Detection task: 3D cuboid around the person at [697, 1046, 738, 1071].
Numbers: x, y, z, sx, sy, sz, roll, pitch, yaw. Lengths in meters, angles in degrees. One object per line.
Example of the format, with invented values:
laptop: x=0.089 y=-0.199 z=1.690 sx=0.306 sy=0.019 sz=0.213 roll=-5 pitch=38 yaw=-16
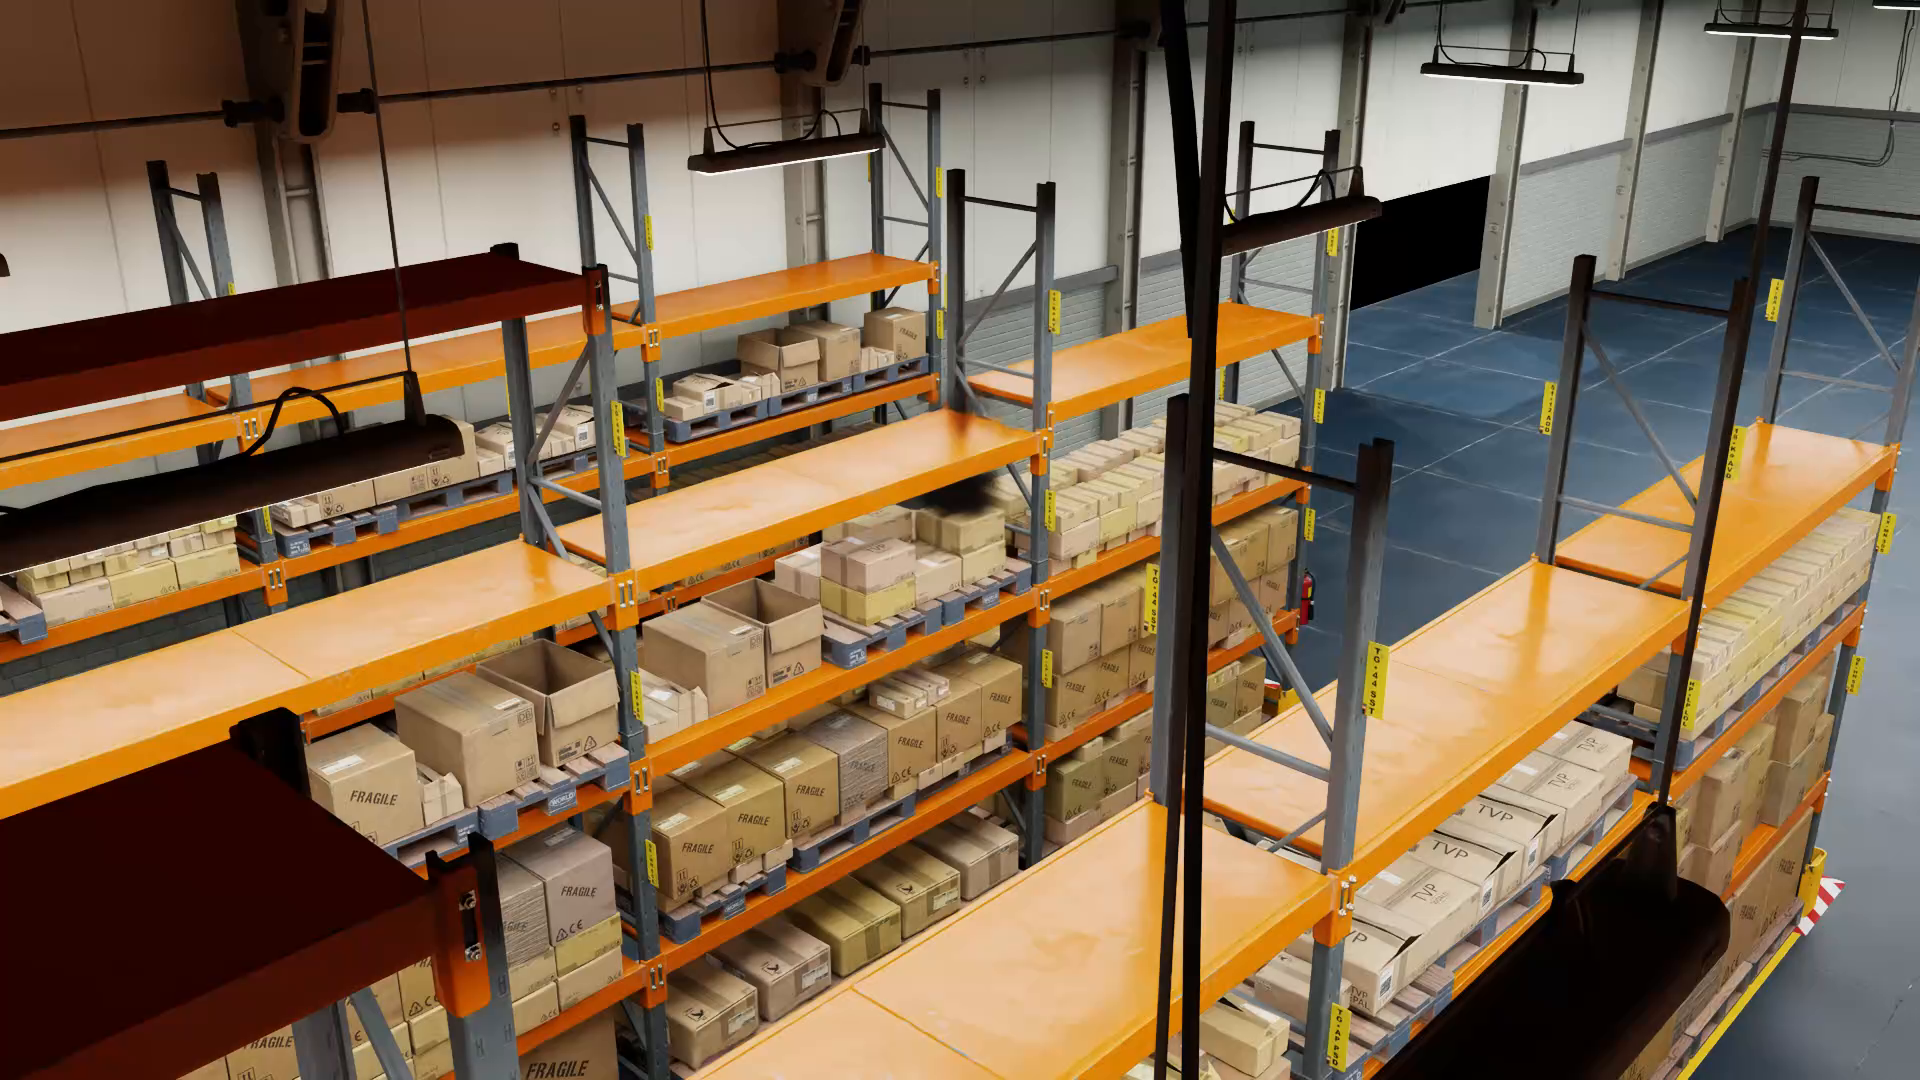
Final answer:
person: x=-1.380 y=3.744 z=10.169 sx=1.060 sy=1.504 sz=0.732 roll=-16 pitch=26 yaw=-35
